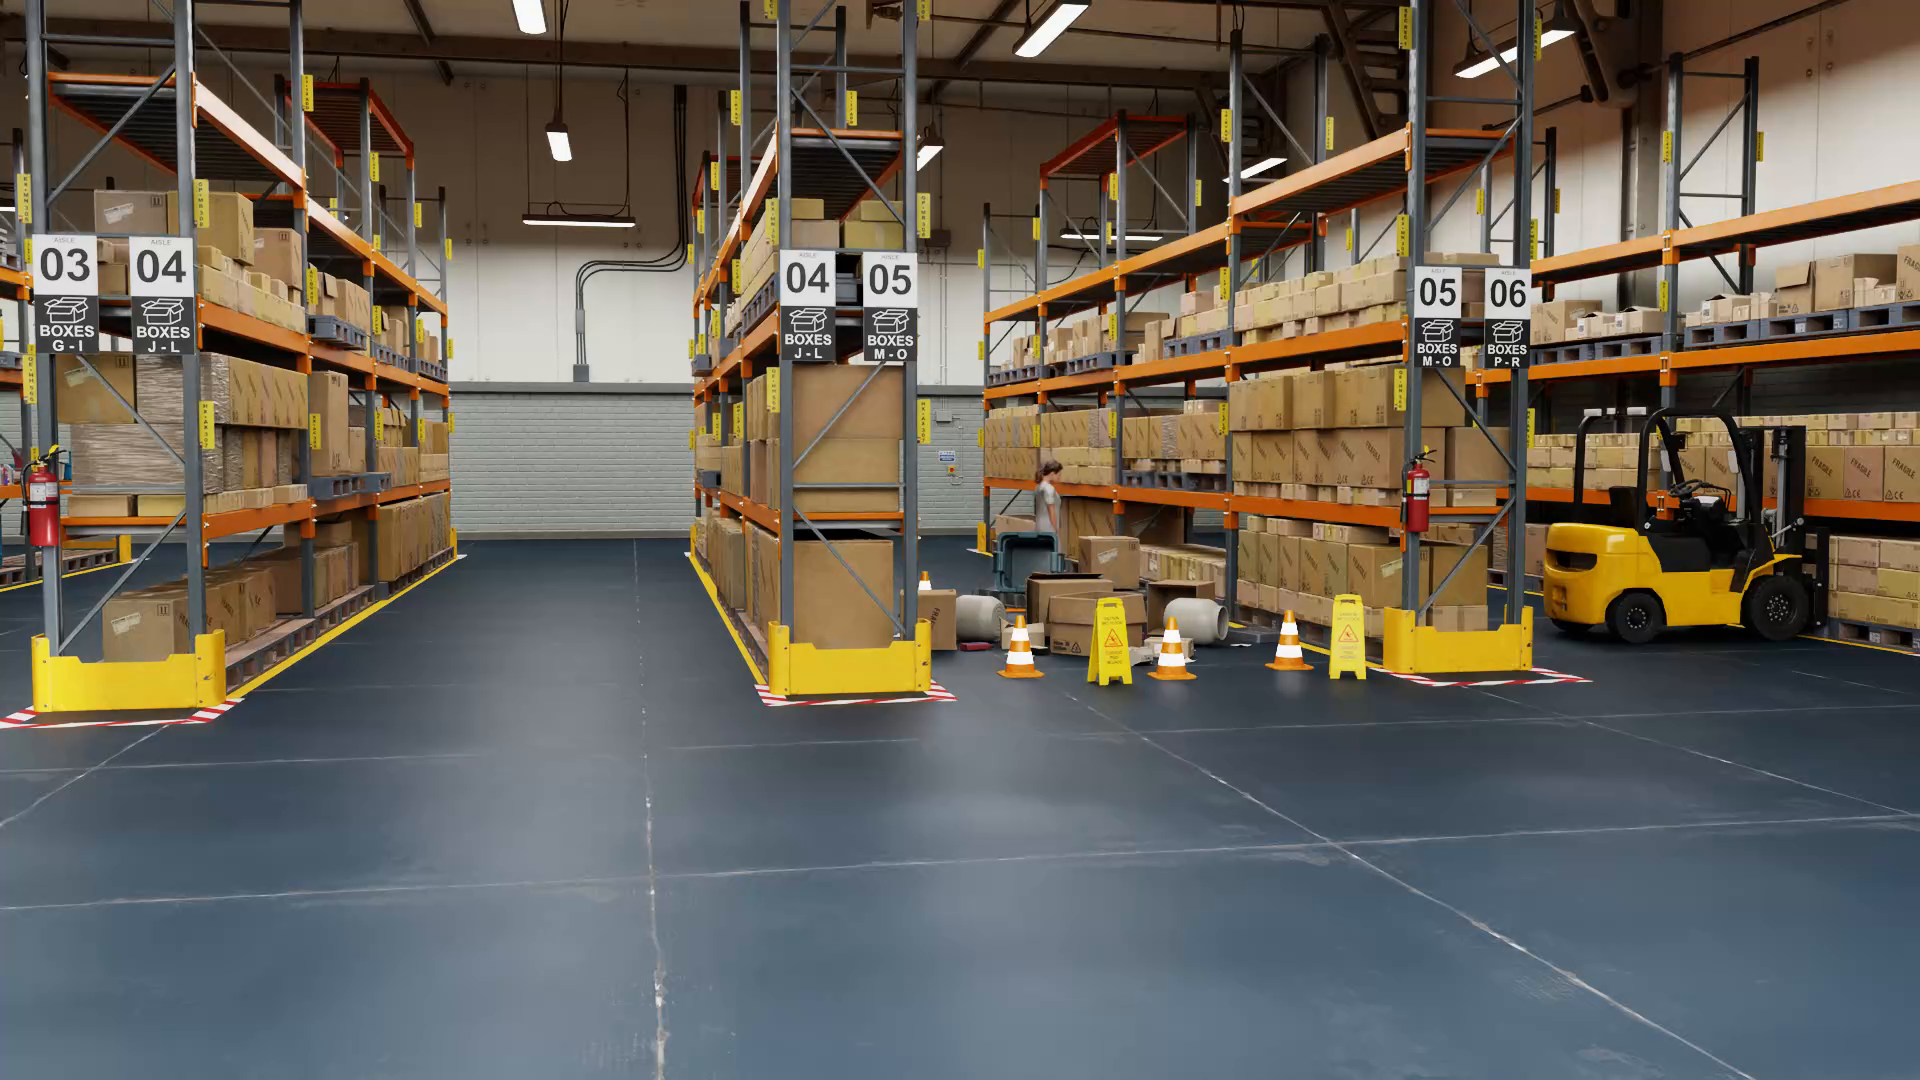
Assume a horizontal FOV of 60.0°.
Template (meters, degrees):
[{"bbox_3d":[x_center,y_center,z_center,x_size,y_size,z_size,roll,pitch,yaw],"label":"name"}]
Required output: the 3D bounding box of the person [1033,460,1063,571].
[{"bbox_3d":[0.976,-0.047,18.495,0.350,1.631,0.449,-1,3,-10],"label":"person"}]
